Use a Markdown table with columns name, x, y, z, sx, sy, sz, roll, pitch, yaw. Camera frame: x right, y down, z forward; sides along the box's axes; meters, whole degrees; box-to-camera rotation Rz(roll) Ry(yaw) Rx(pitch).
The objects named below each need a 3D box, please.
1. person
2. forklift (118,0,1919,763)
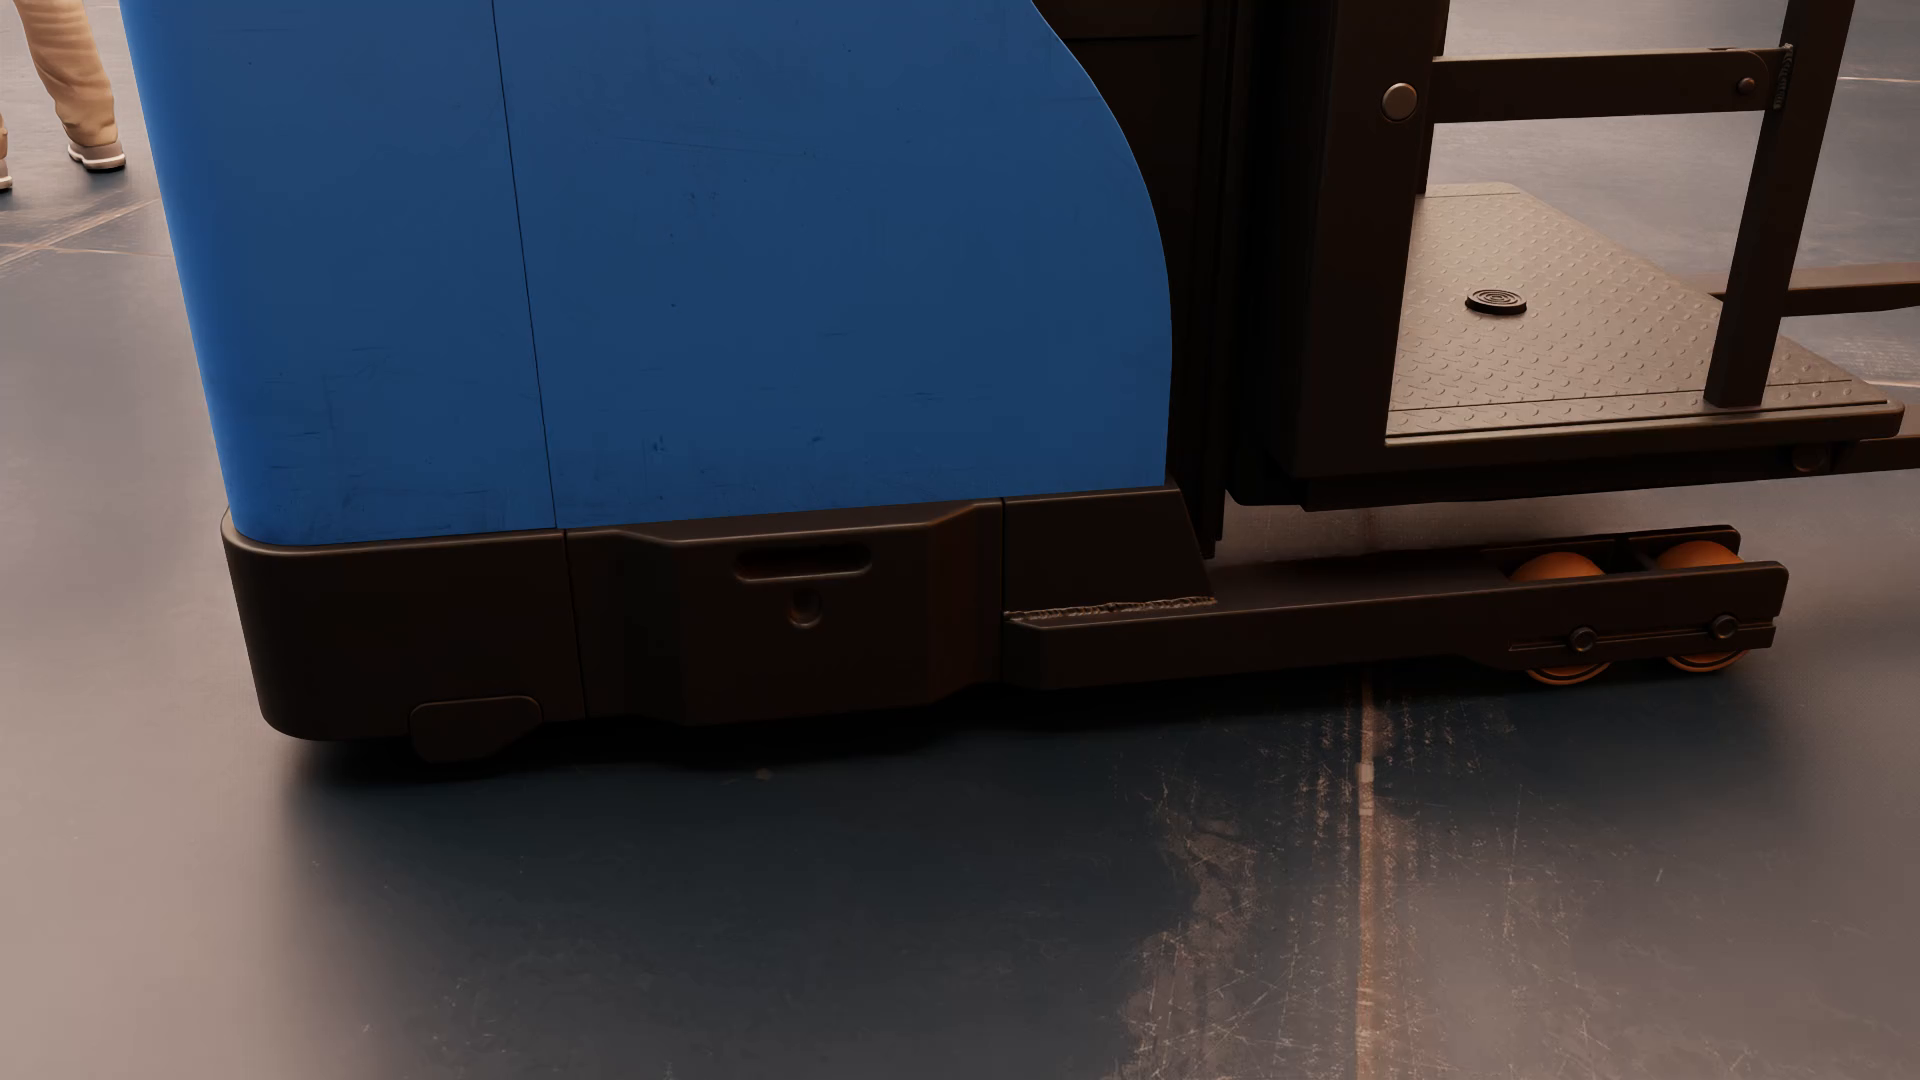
| name | x | y | z | sx | sy | sz | roll | pitch | yaw |
| --- | --- | --- | --- | --- | --- | --- | --- | --- | --- |
| person | -2.476 | -1.735 | 4.020 | 0.392 | 1.727 | 0.585 | 23 | 34 | 37 |
| forklift | 0.600 | -1.354 | 1.930 | 3.031 | 2.935 | 1.130 | -4 | 27 | -9 |
